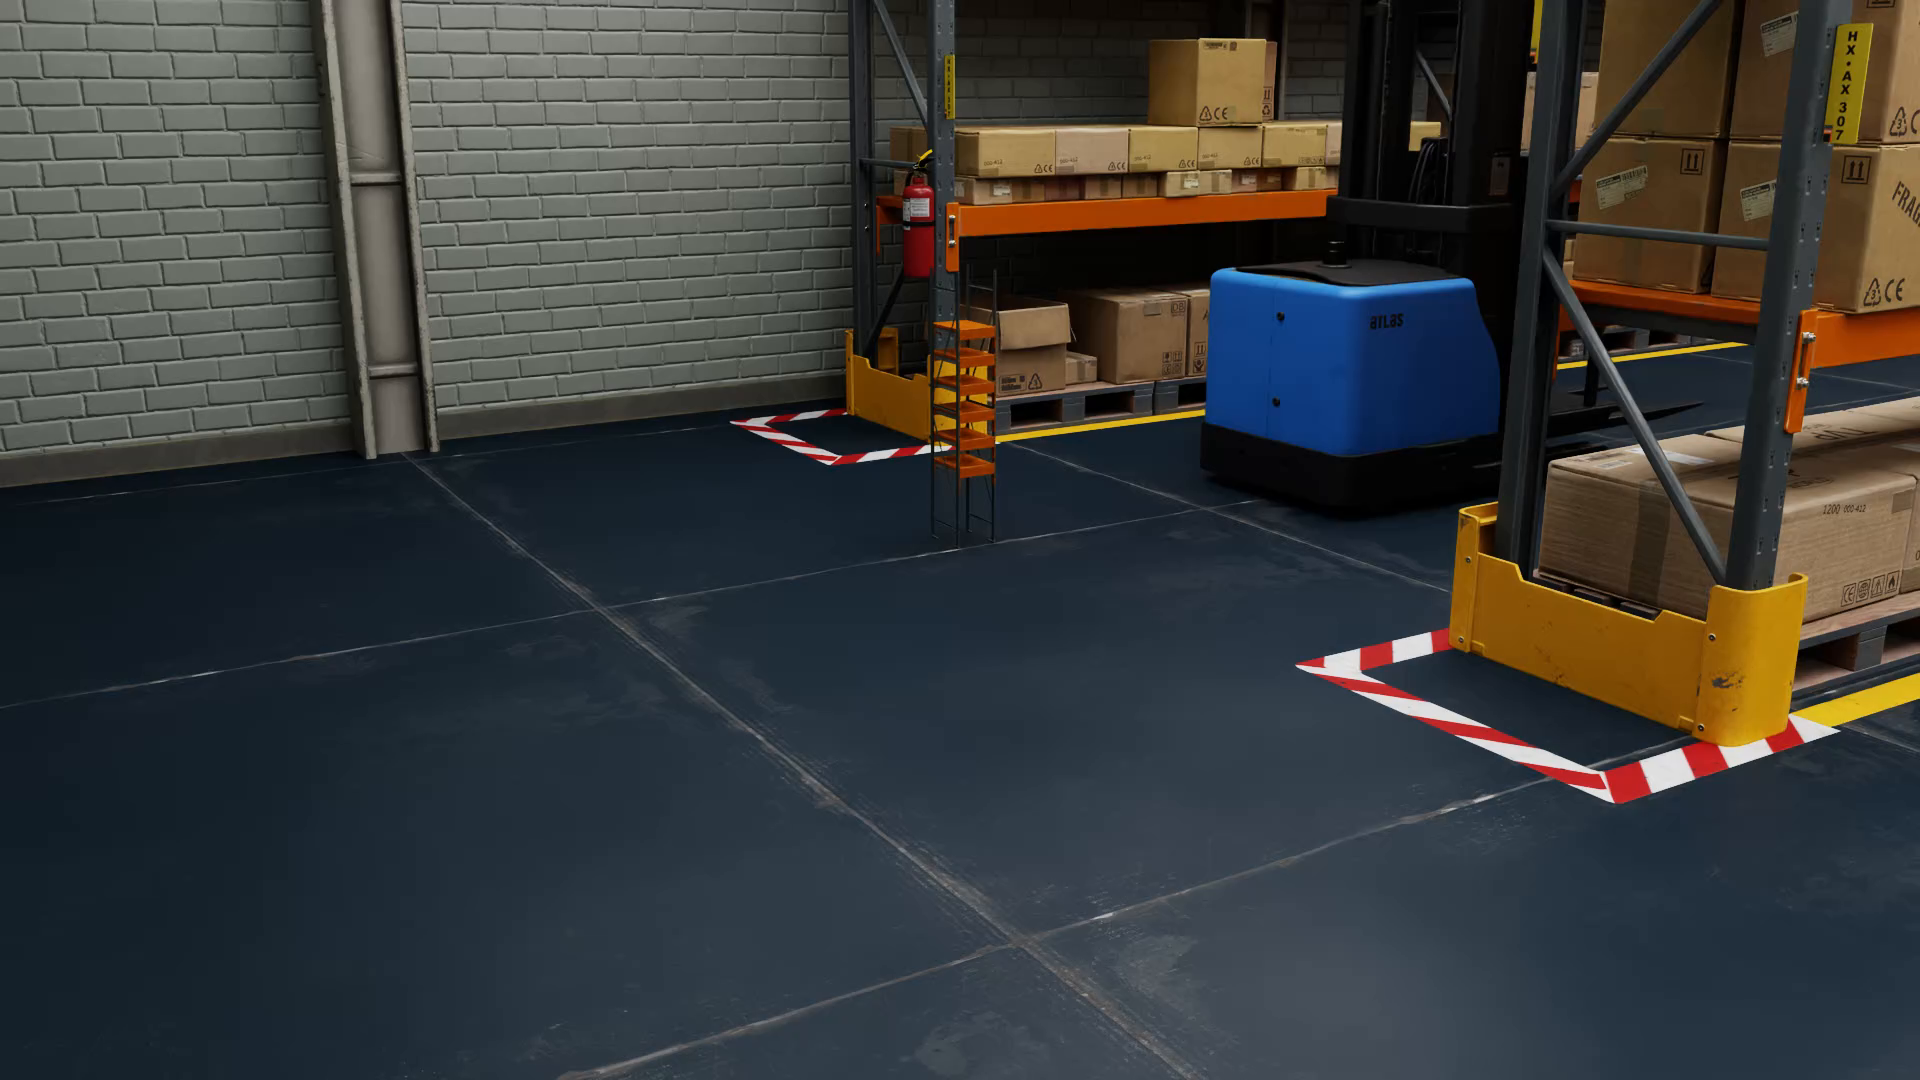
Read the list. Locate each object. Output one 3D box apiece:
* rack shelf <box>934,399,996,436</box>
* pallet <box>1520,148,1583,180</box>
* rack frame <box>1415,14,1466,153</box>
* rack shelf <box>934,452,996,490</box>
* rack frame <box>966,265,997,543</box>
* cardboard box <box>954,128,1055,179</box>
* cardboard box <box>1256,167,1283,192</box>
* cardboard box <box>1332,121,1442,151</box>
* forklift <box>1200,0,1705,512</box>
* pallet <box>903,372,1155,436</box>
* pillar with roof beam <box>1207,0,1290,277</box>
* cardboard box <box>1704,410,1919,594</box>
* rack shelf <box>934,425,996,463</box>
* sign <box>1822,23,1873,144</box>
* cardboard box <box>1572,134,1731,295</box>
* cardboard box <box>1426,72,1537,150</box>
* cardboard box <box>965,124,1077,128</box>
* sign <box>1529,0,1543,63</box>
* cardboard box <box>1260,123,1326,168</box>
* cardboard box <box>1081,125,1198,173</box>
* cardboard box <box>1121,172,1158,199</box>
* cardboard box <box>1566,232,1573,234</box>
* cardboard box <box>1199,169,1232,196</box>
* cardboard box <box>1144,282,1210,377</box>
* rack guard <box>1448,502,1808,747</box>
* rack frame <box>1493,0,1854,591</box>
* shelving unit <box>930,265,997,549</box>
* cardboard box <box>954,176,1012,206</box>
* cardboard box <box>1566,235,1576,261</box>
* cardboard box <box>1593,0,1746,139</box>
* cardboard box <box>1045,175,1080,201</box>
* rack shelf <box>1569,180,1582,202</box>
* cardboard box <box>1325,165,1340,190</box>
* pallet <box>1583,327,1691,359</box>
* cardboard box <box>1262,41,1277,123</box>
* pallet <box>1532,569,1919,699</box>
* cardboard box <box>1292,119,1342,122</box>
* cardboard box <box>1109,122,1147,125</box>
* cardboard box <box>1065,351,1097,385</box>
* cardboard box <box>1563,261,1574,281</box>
[{"bbox_3d":[0.012,-0.537,7.267,0.180,0.103,0.258,-9,18,-30],"label":"rack shelf"},{"bbox_3d":[3.834,-2.658,11.692,1.213,0.211,1.003,-9,18,-30],"label":"pallet"},{"bbox_3d":[3.093,-2.665,11.360,0.127,3.000,1.000,-9,18,-30],"label":"rack frame"},{"bbox_3d":[0.012,-0.306,7.332,0.180,0.103,0.258,-9,18,-30],"label":"rack shelf"},{"bbox_3d":[0.091,-0.592,7.300,0.006,1.200,0.240,-9,18,-30],"label":"rack frame"},{"bbox_3d":[0.192,-2.181,9.359,0.500,0.250,0.500,-9,18,-29],"label":"cardboard box"},{"bbox_3d":[1.805,-2.276,10.438,0.250,0.149,0.380,-9,18,-29],"label":"cardboard box"},{"bbox_3d":[2.782,-2.609,10.886,0.500,0.250,0.500,-9,18,-28],"label":"cardboard box"},{"bbox_3d":[2.735,-1.823,8.484,3.031,2.935,1.130,-10,18,-32],"label":"forklift"},{"bbox_3d":[0.412,-0.888,10.186,1.213,0.211,1.003,-9,18,-30],"label":"pallet"},{"bbox_3d":[4.249,-4.669,7.395,0.400,9.000,9.100,-9,18,-30],"label":"pillar with roof beam"},{"bbox_3d":[3.518,-0.174,6.441,0.875,0.438,0.875,-9,18,-28],"label":"cardboard box"},{"bbox_3d":[0.012,-0.421,7.299,0.180,0.103,0.258,-9,18,-30],"label":"rack shelf"},{"bbox_3d":[2.504,-1.287,4.692,0.005,0.325,0.100,-9,18,-30],"label":"sign"},{"bbox_3d":[2.501,-1.138,5.725,0.500,0.500,0.500,-9,18,-29],"label":"cardboard box"},{"bbox_3d":[3.623,-2.931,11.345,0.500,0.500,0.700,-9,18,-28],"label":"cardboard box"},{"bbox_3d":[0.364,-2.377,10.058,0.500,0.250,0.500,-9,18,-30],"label":"cardboard box"},{"bbox_3d":[1.956,-1.760,5.548,0.005,0.325,0.100,-9,18,-30],"label":"sign"},{"bbox_3d":[1.926,-2.469,10.389,0.500,0.250,0.500,-9,18,-30],"label":"cardboard box"},{"bbox_3d":[1.057,-2.322,9.863,0.500,0.250,0.500,-10,18,-31],"label":"cardboard box"},{"bbox_3d":[0.962,-2.120,9.881,0.250,0.149,0.380,-9,18,-29],"label":"cardboard box"},{"bbox_3d":[4.580,-2.312,12.751,0.250,0.149,0.380,-10,19,-32],"label":"cardboard box"},{"bbox_3d":[1.432,-2.179,10.092,0.250,0.149,0.380,-9,18,-28],"label":"cardboard box"},{"bbox_3d":[1.495,-1.331,10.453,0.500,0.500,0.500,-9,18,-29],"label":"cardboard box"},{"bbox_3d":[2.203,0.246,5.607,0.348,0.500,1.175,-9,18,-30],"label":"rack guard"},{"bbox_3d":[2.224,-0.961,5.281,0.127,3.000,1.000,-9,18,-30],"label":"rack frame"},{"bbox_3d":[0.012,-0.580,7.255,0.189,1.200,0.258,-9,18,-30],"label":"shelving unit"},{"bbox_3d":[0.087,-1.970,9.347,0.250,0.149,0.380,-9,18,-30],"label":"cardboard box"},{"bbox_3d":[4.410,-2.126,12.089,0.250,0.149,0.380,-9,18,-30],"label":"cardboard box"},{"bbox_3d":[2.514,-1.613,5.568,0.500,0.500,0.500,-9,18,-28],"label":"cardboard box"},{"bbox_3d":[0.489,-2.061,9.670,0.250,0.149,0.380,-9,18,-30],"label":"cardboard box"},{"bbox_3d":[4.807,-2.597,12.449,4.000,0.370,1.077,-9,18,-30],"label":"rack shelf"},{"bbox_3d":[2.288,-2.328,10.623,0.250,0.149,0.380,-9,18,-28],"label":"cardboard box"},{"bbox_3d":[4.817,-1.615,12.779,1.213,0.211,1.003,-9,18,-30],"label":"pallet"},{"bbox_3d":[1.679,-2.952,10.720,0.500,0.500,0.500,-10,18,-31],"label":"cardboard box"},{"bbox_3d":[2.869,0.252,6.119,1.213,0.211,1.003,-9,18,-30],"label":"pallet"},{"bbox_3d":[2.529,-2.730,11.317,0.500,0.250,0.500,-9,18,-30],"label":"cardboard box"},{"bbox_3d":[1.239,-2.517,10.559,0.500,0.250,0.500,-9,18,-30],"label":"cardboard box"},{"bbox_3d":[0.621,-1.052,10.108,0.250,0.149,0.380,-10,19,-32],"label":"cardboard box"},{"bbox_3d":[4.075,-1.755,11.967,0.500,0.500,0.500,-9,18,-30],"label":"cardboard box"}]
